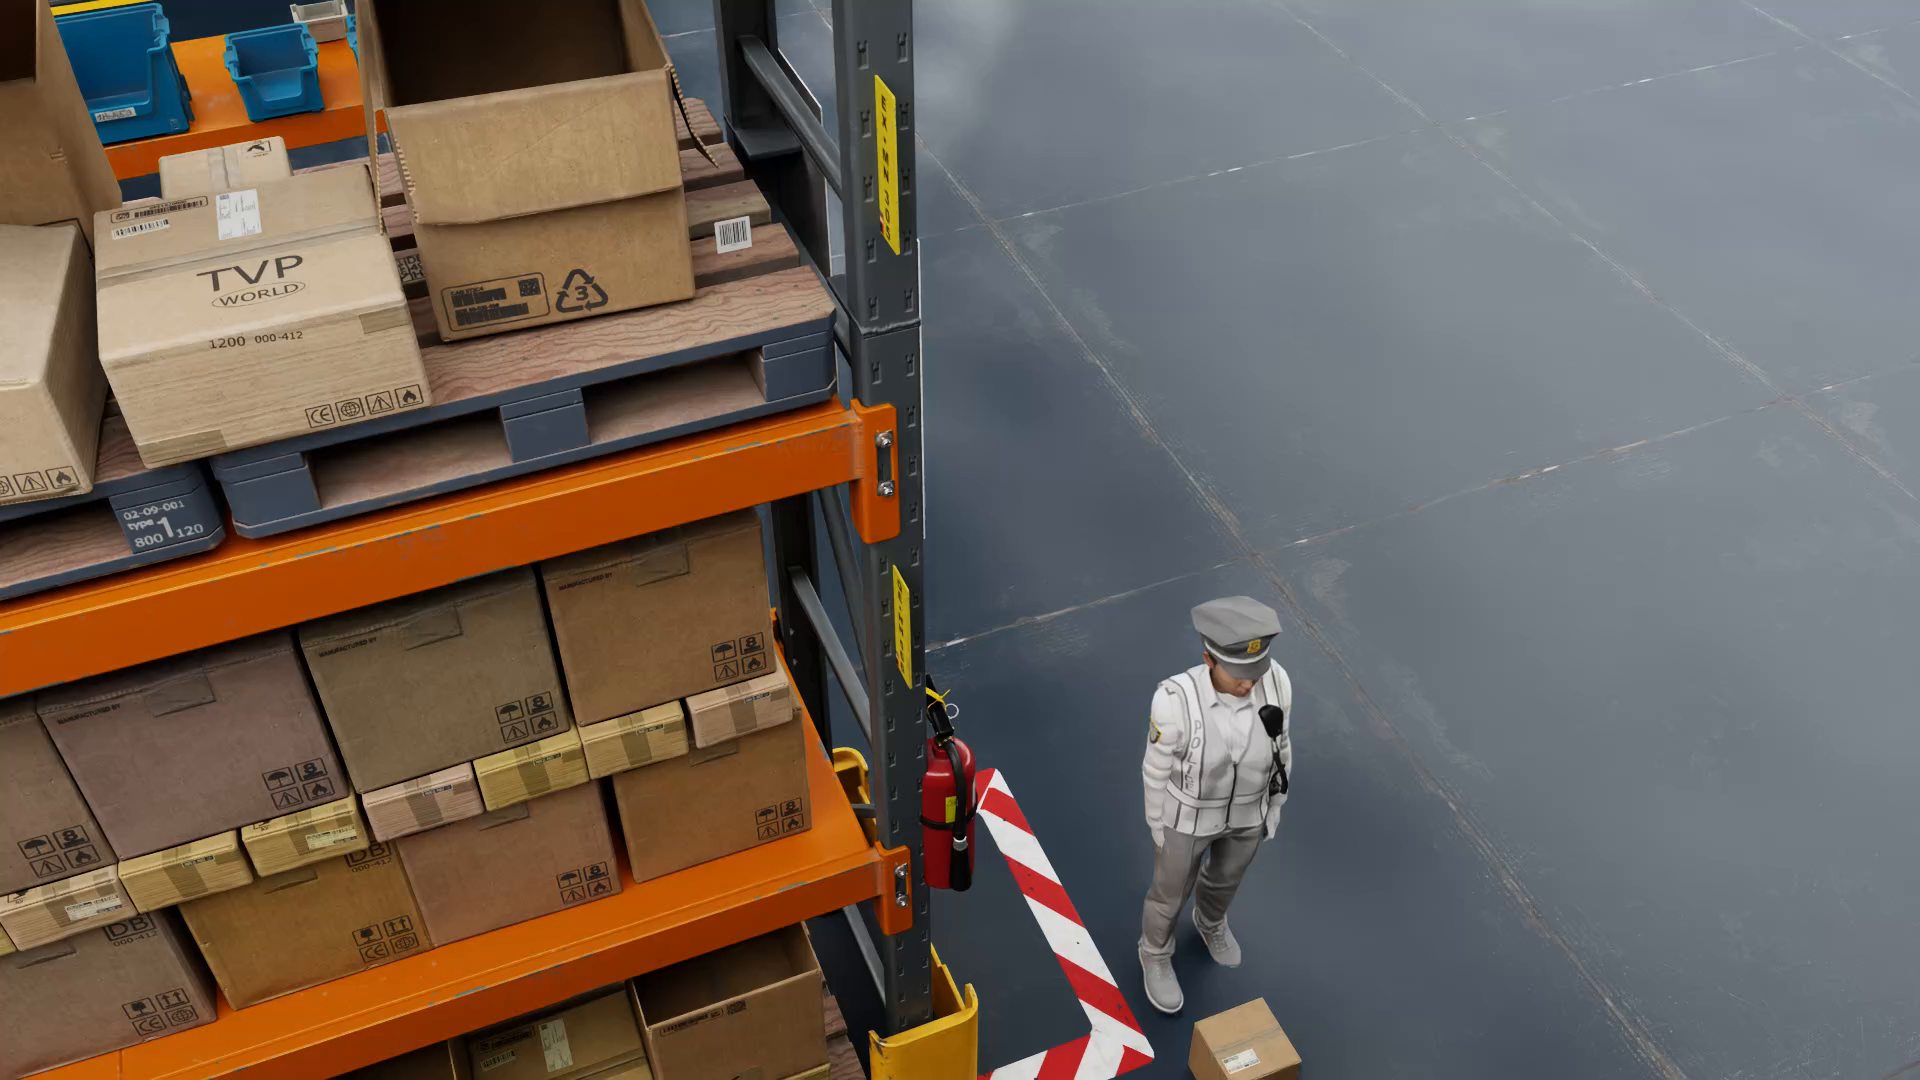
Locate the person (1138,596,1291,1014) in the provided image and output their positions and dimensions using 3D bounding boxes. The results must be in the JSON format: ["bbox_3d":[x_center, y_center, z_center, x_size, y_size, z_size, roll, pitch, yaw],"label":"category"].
[{"bbox_3d":[0.796,0.863,5.229,0.475,1.733,0.367,-9,43,-10],"label":"person"}]
